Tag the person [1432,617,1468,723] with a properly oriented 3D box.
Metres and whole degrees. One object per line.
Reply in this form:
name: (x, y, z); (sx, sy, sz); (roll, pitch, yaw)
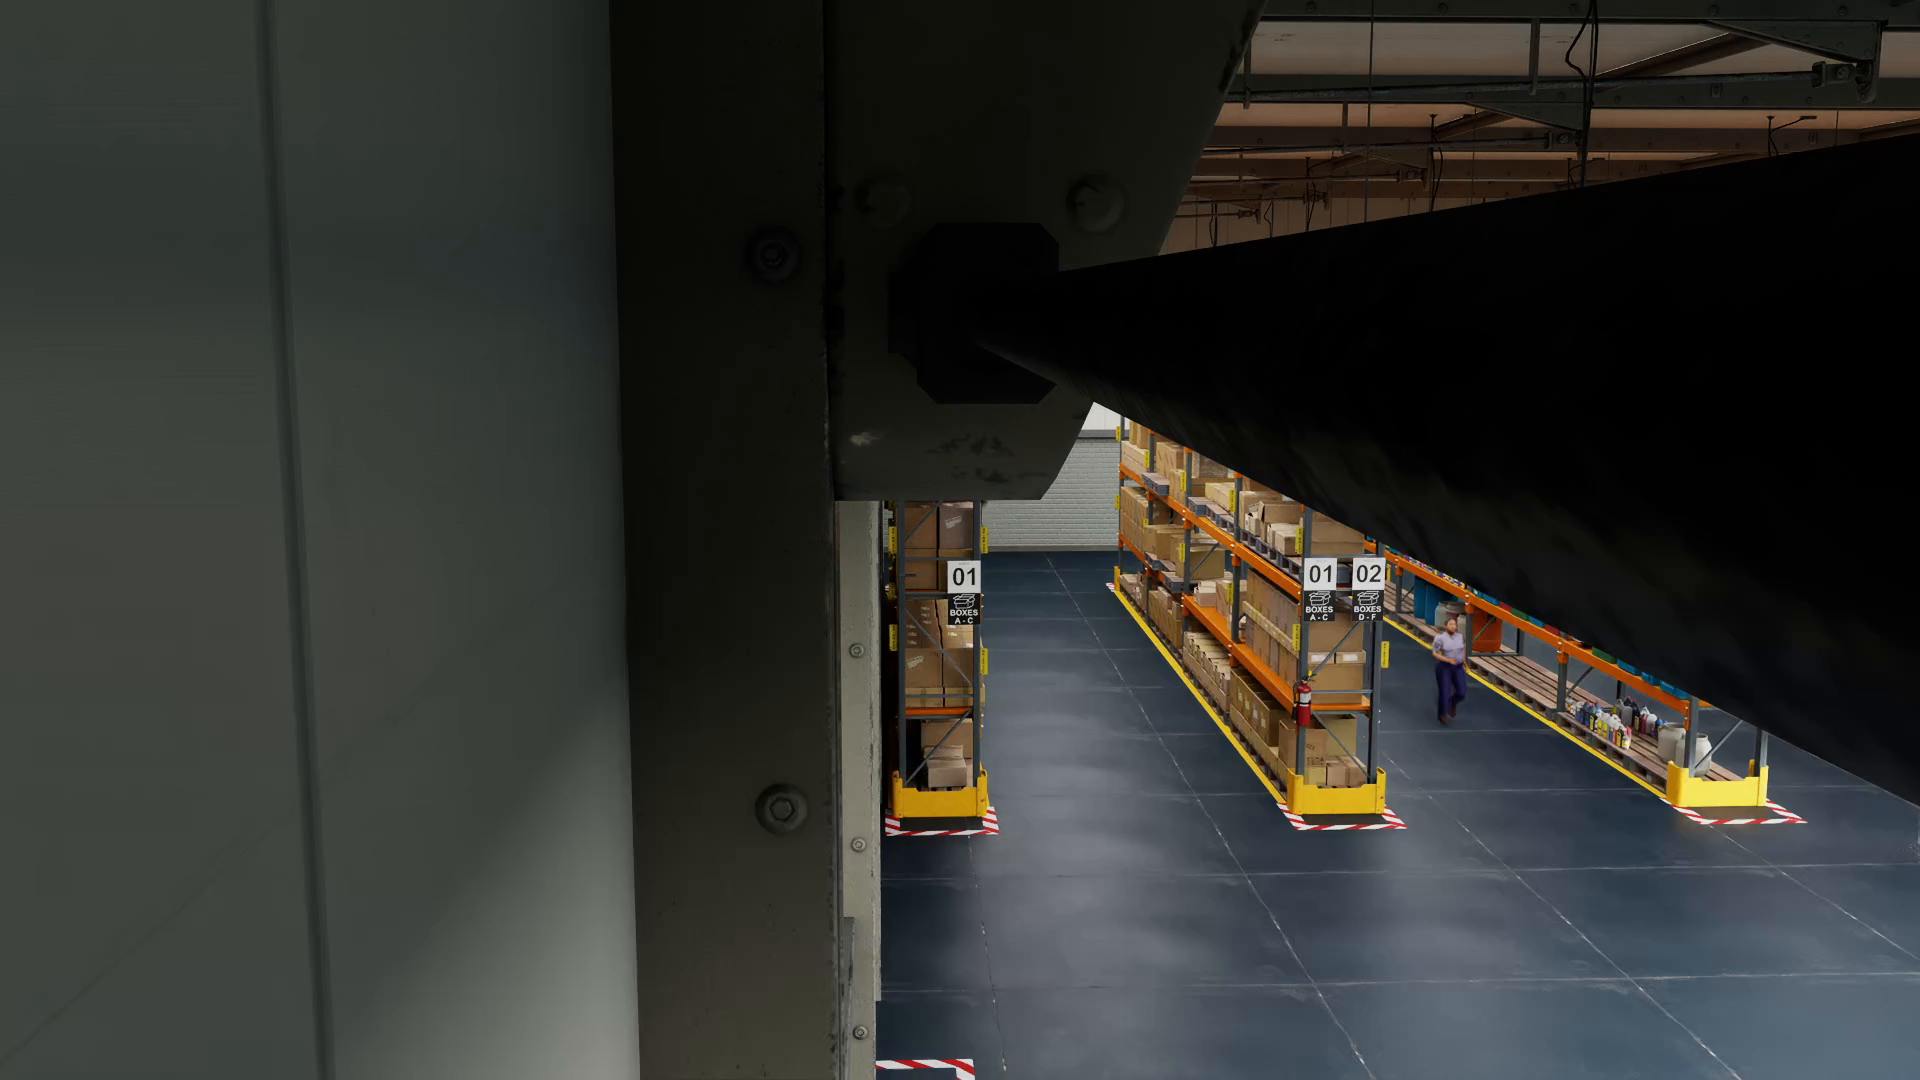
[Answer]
person: (7.367, 1.968, 24.911); (0.595, 1.597, 0.556); (-1, 8, -8)
